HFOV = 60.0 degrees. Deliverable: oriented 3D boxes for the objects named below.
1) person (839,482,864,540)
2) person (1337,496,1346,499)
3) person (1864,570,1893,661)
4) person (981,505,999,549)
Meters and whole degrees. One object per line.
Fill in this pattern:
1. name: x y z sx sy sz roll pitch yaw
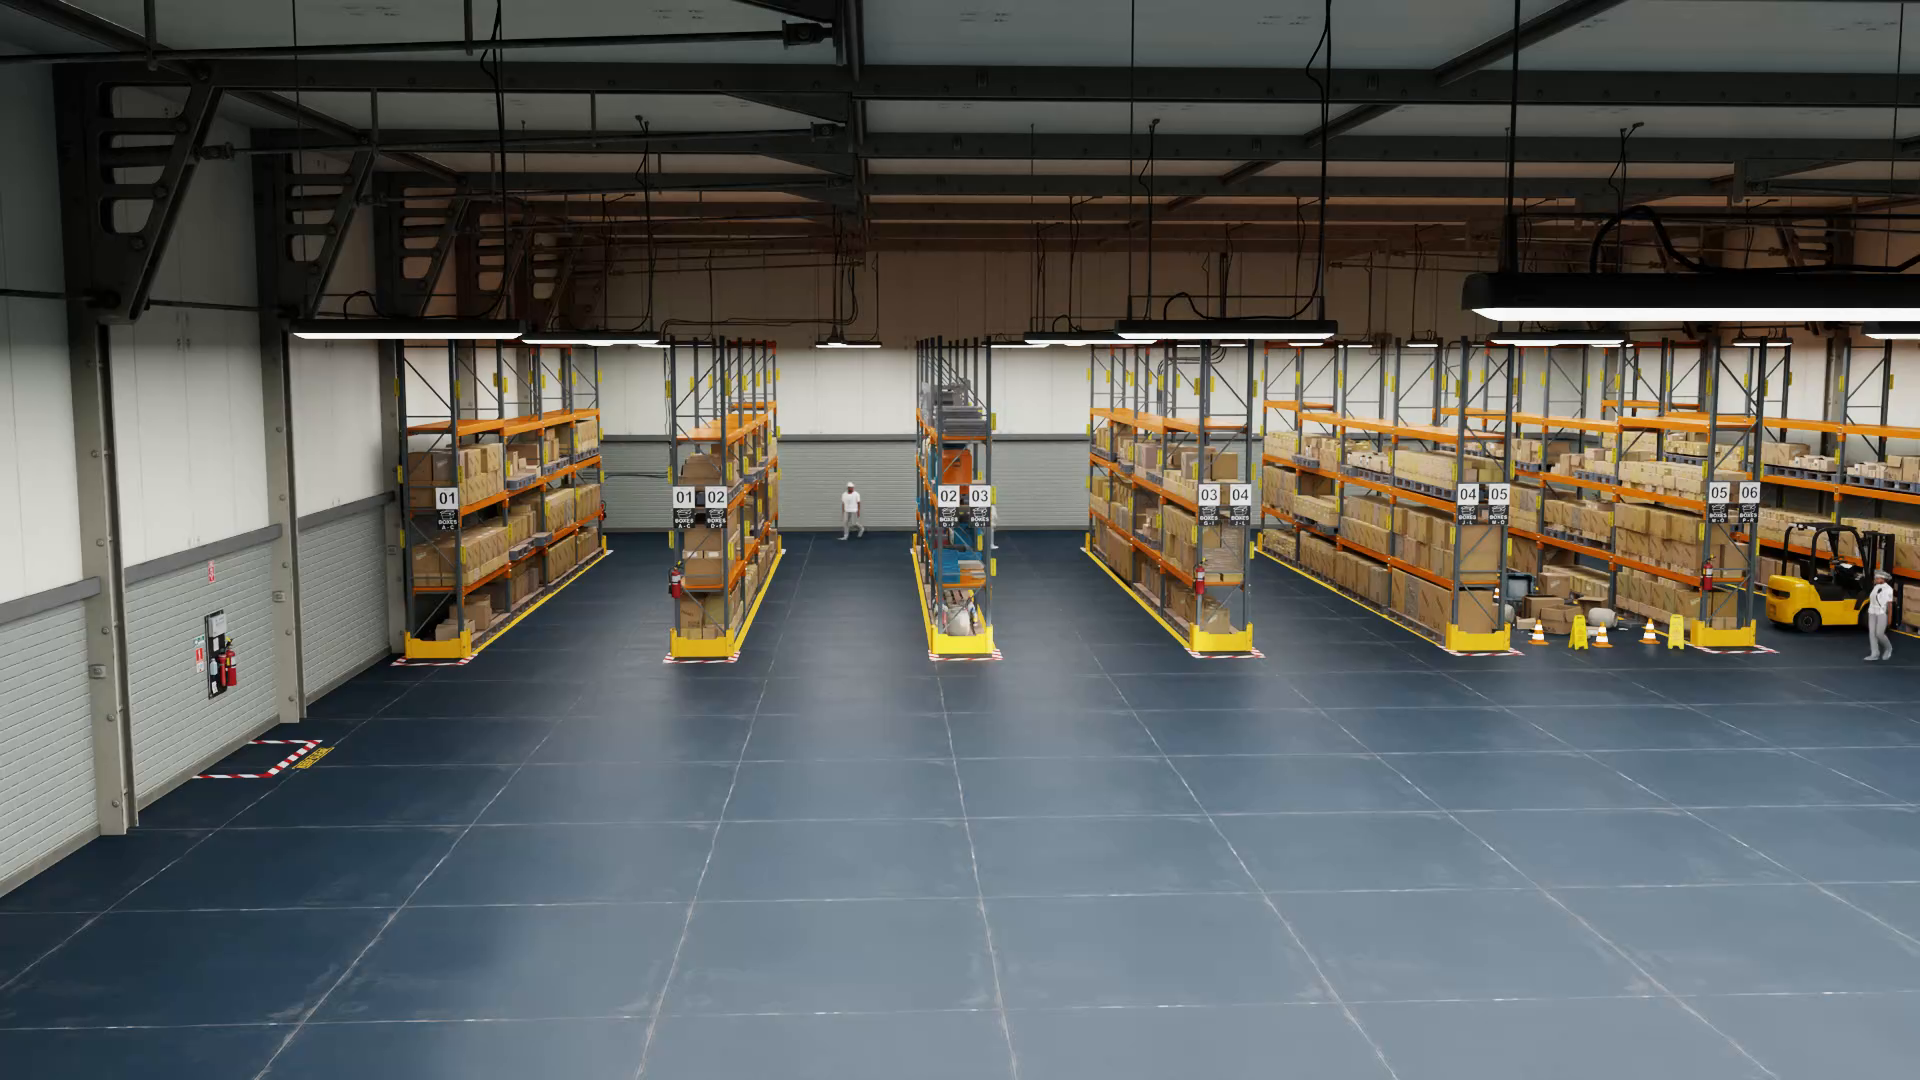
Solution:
1. person: -3.337 -0.883 50.547 0.594 1.754 0.848 4 8 30
2. person: 11.130 -0.668 48.859 0.482 1.674 1.059 1 7 9
3. person: 16.981 1.394 30.675 0.463 1.675 0.467 -3 7 -27
4. person: 0.732 -0.605 48.052 0.821 1.736 0.617 5 8 35
